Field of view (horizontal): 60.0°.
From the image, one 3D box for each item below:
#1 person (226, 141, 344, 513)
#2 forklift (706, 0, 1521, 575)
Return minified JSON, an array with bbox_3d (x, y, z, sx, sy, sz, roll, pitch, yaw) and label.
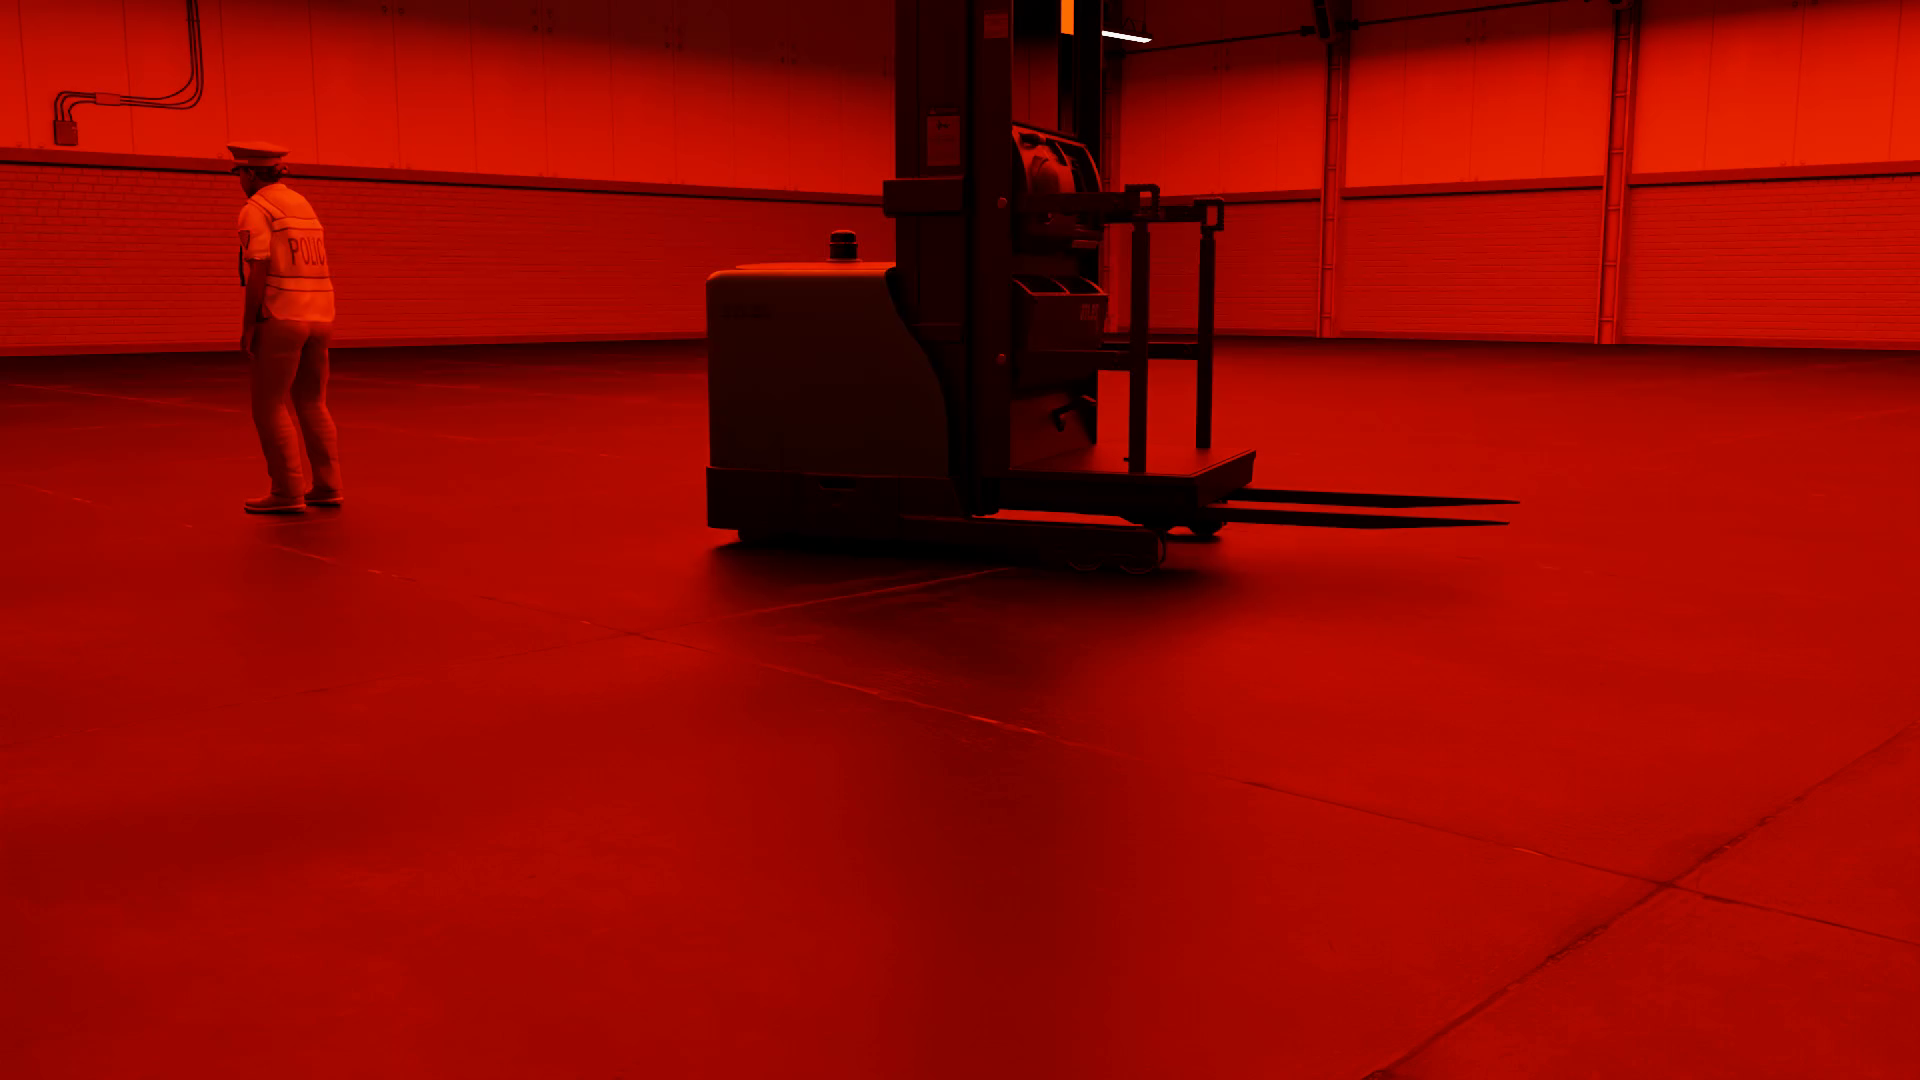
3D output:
[{"bbox_3d":[-3.064,-0.964,7.558,0.400,1.657,0.517,3,9,18],"label":"person"},{"bbox_3d":[0.565,-1.416,6.275,3.031,2.935,1.130,3,9,22],"label":"forklift"}]
